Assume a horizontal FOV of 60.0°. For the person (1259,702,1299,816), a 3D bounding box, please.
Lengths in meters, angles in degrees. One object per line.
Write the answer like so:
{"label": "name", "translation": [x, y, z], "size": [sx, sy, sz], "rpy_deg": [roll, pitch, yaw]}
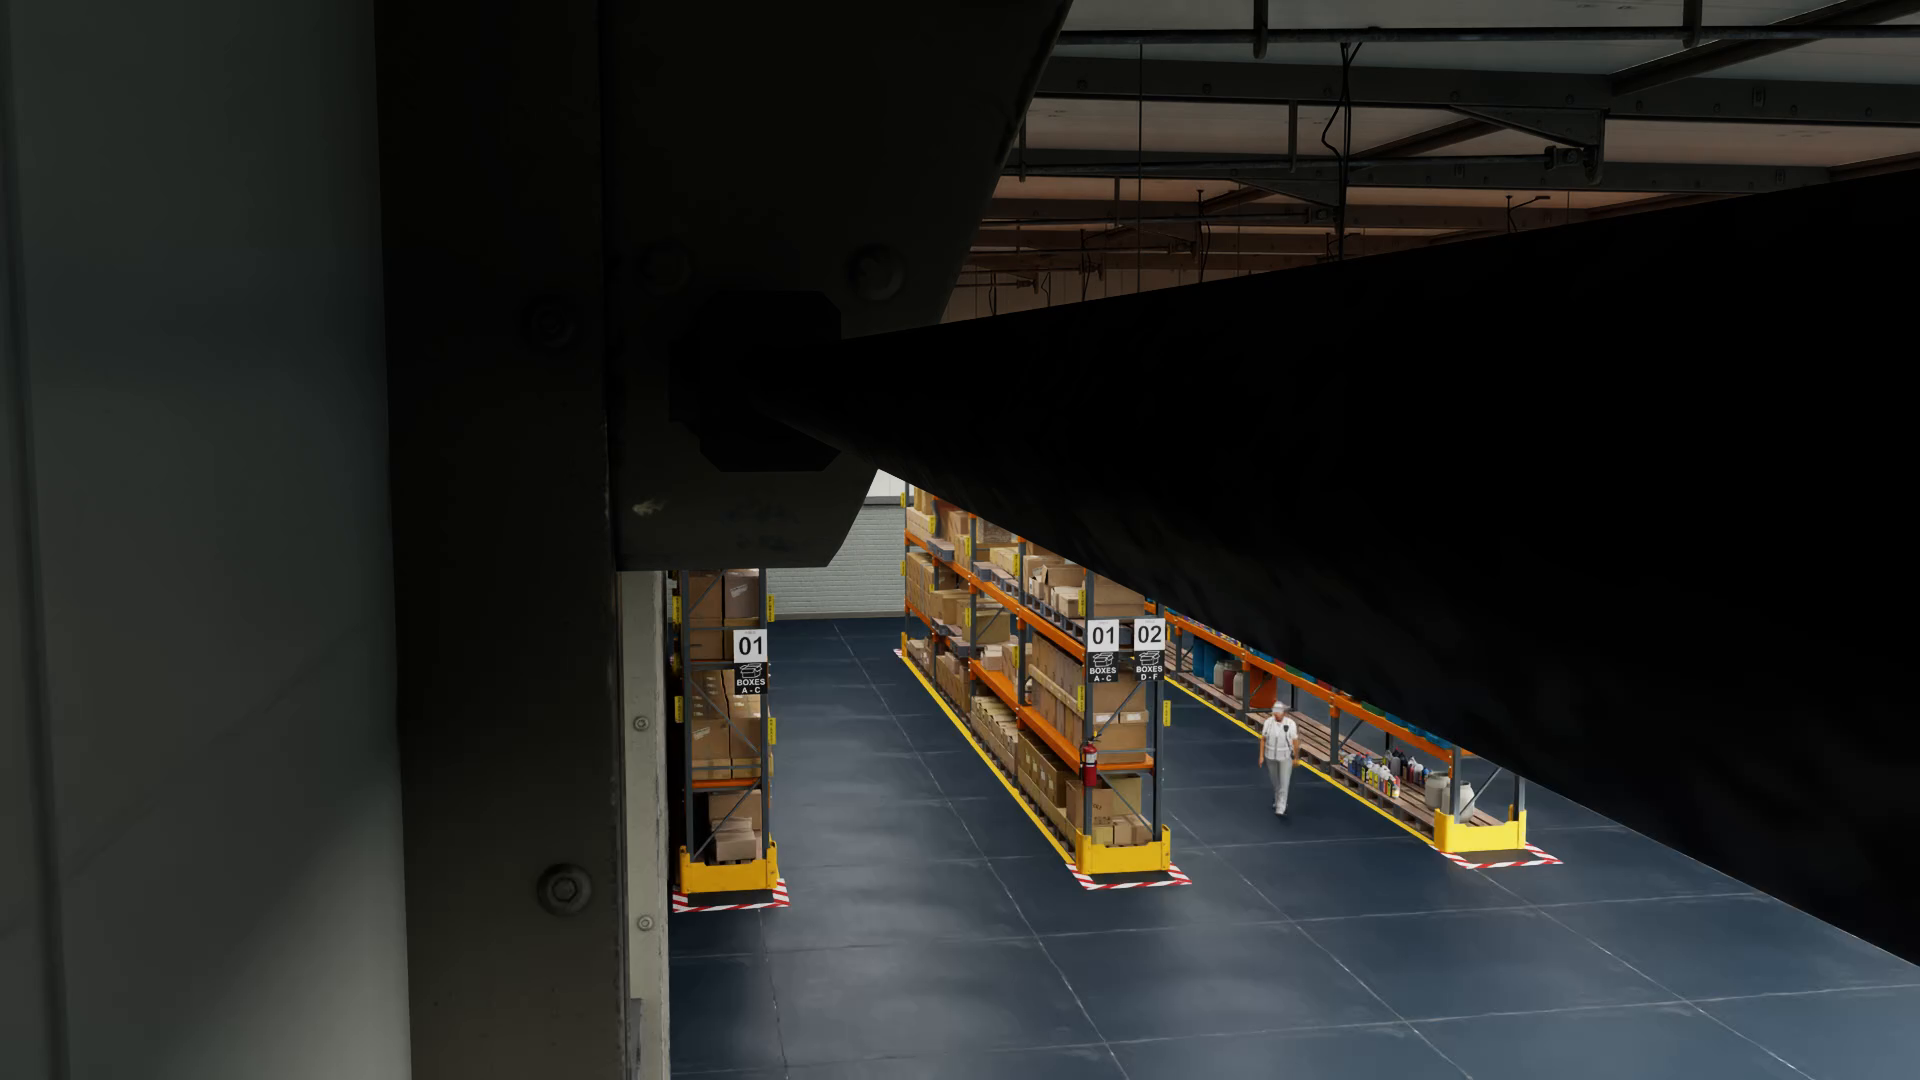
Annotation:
{"label": "person", "translation": [4.486, 3.081, 23.515], "size": [0.503, 1.602, 1.060], "rpy_deg": [3, 7, 29]}
